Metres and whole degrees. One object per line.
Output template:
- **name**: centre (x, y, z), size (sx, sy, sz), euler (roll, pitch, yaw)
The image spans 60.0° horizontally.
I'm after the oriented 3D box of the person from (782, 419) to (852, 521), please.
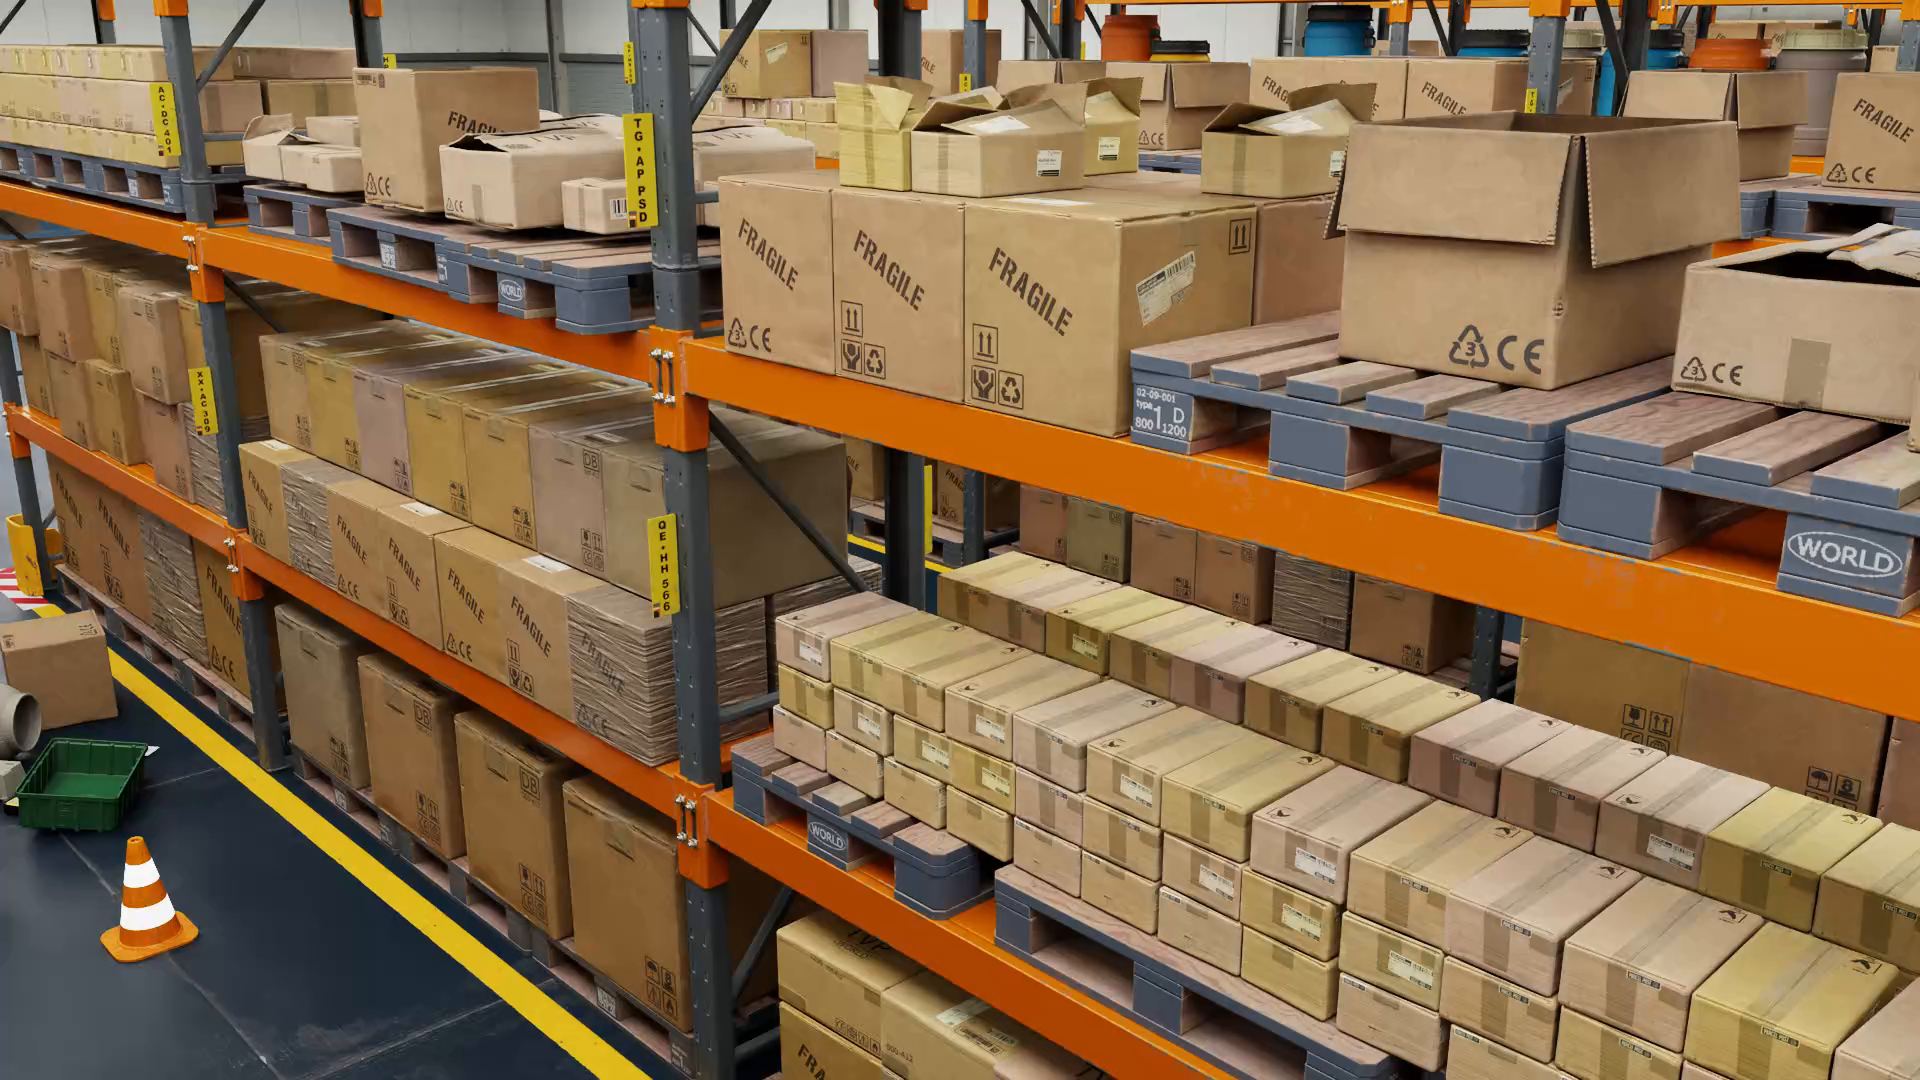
- **person**: centre (-0.902, -0.047, 9.726), size (0.429, 1.772, 0.646), euler (15, 23, 41)
